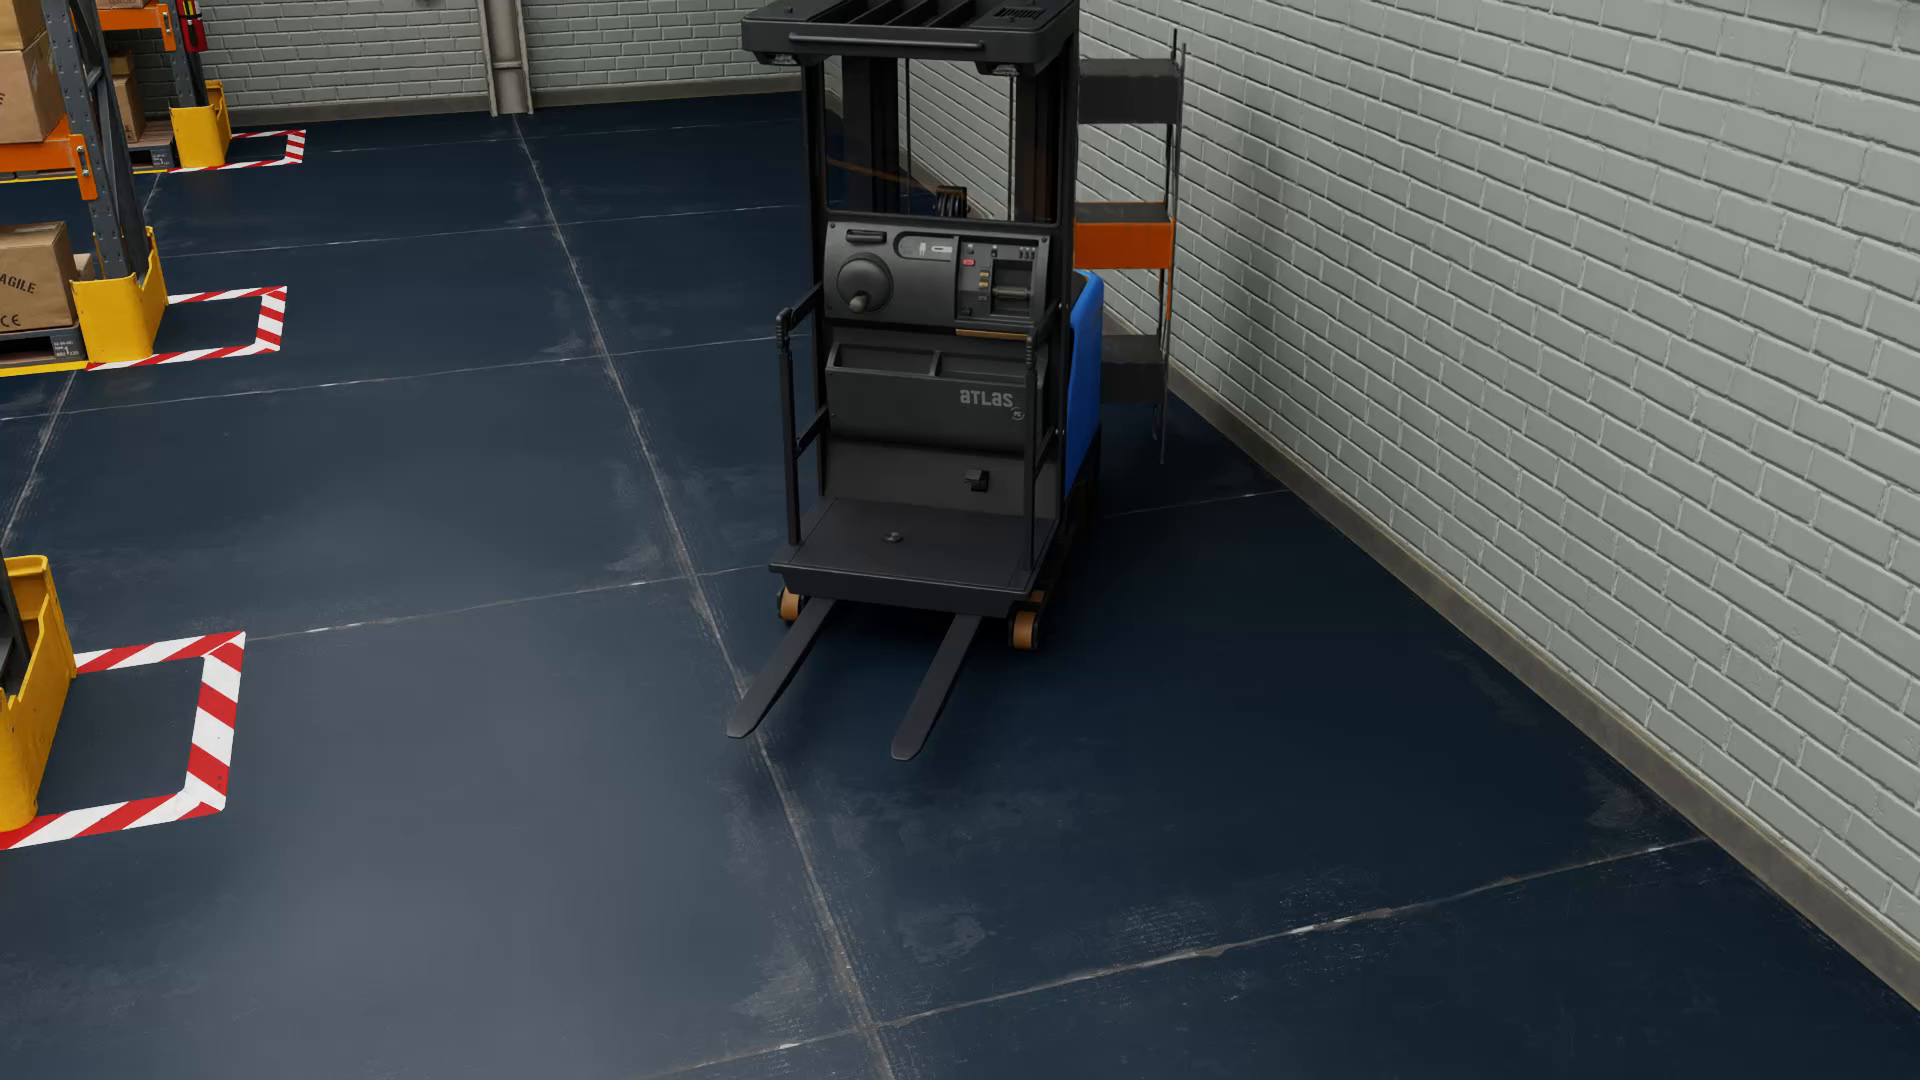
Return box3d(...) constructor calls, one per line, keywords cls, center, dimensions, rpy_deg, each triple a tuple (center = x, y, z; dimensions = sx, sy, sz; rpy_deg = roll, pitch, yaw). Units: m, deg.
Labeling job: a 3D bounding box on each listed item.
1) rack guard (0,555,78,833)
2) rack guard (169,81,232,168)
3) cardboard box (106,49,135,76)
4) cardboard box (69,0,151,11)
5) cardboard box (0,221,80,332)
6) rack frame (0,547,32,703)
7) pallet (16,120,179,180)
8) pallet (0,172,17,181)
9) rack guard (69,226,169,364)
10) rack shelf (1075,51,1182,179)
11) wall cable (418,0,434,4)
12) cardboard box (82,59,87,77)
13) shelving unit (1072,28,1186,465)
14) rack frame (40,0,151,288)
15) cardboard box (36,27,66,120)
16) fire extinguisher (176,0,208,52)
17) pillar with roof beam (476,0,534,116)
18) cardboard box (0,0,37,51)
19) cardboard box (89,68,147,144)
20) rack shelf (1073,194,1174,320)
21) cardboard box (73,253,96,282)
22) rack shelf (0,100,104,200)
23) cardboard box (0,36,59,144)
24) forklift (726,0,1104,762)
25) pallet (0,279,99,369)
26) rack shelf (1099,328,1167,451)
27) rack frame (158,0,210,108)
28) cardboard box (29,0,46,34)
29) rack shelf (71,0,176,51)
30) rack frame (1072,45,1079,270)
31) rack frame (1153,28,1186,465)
box3d(cls="rack guard", center=(-3.553, 0.546, 6.088), dimensions=(0.348, 0.500, 1.175), rpy_deg=(-8, 28, -16))
box3d(cls="rack guard", center=(-6.617, -3.638, 14.515), dimensions=(0.348, 0.500, 1.175), rpy_deg=(-8, 28, -16))
box3d(cls="cardboard box", center=(-7.218, -4.076, 14.196), dimensions=(0.250, 0.149, 0.380), rpy_deg=(-8, 28, -16))
box3d(cls="cardboard box", center=(-7.122, -4.814, 13.736), dimensions=(0.700, 0.700, 0.980), rpy_deg=(-7, 27, -14))
box3d(cls="cardboard box", center=(-5.543, -1.558, 9.832), dimensions=(0.500, 0.500, 0.500), rpy_deg=(-8, 28, -16))
box3d(cls="rack frame", center=(-3.572, -0.565, 5.515), dimensions=(0.127, 3.000, 1.000), rpy_deg=(-8, 28, -16))
box3d(cls="pallet", center=(-7.376, -3.362, 14.284), dimensions=(1.213, 0.211, 1.003), rpy_deg=(-8, 28, -16))
box3d(cls="pallet", center=(-8.534, -3.195, 13.949), dimensions=(1.213, 0.211, 1.003), rpy_deg=(-8, 28, -16))
box3d(cls="rack guard", center=(-5.175, -1.530, 10.269), dimensions=(0.348, 0.500, 1.175), rpy_deg=(-8, 28, -16))
box3d(cls="rack shelf", center=(0.783, -2.029, 7.930), dimensions=(0.480, 0.518, 0.431), rpy_deg=(0, 26, 0))
box3d(cls="wall cable", center=(-5.716, -5.785, 14.887), dimensions=(1.851, 1.984, 0.084), rpy_deg=(-8, 28, -16))
box3d(cls="cardboard box", center=(-7.340, -3.879, 13.800), dimensions=(0.250, 0.149, 0.380), rpy_deg=(-9, 28, -17))
box3d(cls="shelving unit", center=(0.786, -1.415, 8.236), dimensions=(0.503, 2.100, 0.431), rpy_deg=(0, 26, 0))
box3d(cls="rack frame", center=(-5.103, -2.660, 9.734), dimensions=(0.127, 3.000, 1.000), rpy_deg=(-8, 28, -16))
box3d(cls="cardboard box", center=(-5.606, -2.755, 9.814), dimensions=(0.500, 0.500, 0.500), rpy_deg=(-8, 27, -15))
box3d(cls="fire extinguisher", center=(-6.354, -4.378, 13.701), dimensions=(0.183, 0.674, 0.296), rpy_deg=(-8, 28, -16))
box3d(cls="pillar with roof beam", center=(-3.008, -6.358, 10.437), dimensions=(0.400, 9.000, 9.100), rpy_deg=(-8, 28, -16))
box3d(cls="cardboard box", center=(-5.441, -2.975, 9.132), dimensions=(0.500, 0.500, 0.500), rpy_deg=(-8, 28, -17))
box3d(cls="cardboard box", center=(-7.275, -3.684, 14.135), dimensions=(0.500, 0.500, 0.700), rpy_deg=(-8, 28, -16))
box3d(cls="rack shelf", center=(0.787, -1.403, 8.242), dimensions=(0.480, 0.518, 0.431), rpy_deg=(0, 26, 0))
box3d(cls="cardboard box", center=(-5.607, -1.668, 10.447), dimensions=(0.250, 0.149, 0.380), rpy_deg=(-8, 28, -16))
box3d(cls="rack shelf", center=(-7.004, -2.062, 9.340), dimensions=(4.000, 0.370, 1.077), rpy_deg=(-8, 28, -16))
box3d(cls="cardboard box", center=(-5.444, -2.528, 9.356), dimensions=(0.500, 0.500, 0.500), rpy_deg=(-7, 27, -15))
box3d(cls="forklift", center=(-0.146, -1.044, 6.556), dimensions=(1.130, 2.935, 3.031), rpy_deg=(6, 27, 12))
box3d(cls="pallet", center=(-5.933, -1.290, 10.112), dimensions=(1.213, 0.211, 1.003), rpy_deg=(-8, 28, -16))
box3d(cls="rack shelf", center=(0.790, -0.776, 8.554), dimensions=(0.480, 0.518, 0.431), rpy_deg=(0, 26, 0))
box3d(cls="rack frame", center=(-6.640, -4.754, 13.952), dimensions=(0.127, 3.000, 1.000), rpy_deg=(-8, 28, -16))
box3d(cls="cardboard box", center=(-5.606, -3.203, 9.591), dimensions=(0.500, 0.500, 0.500), rpy_deg=(-7, 27, -15))
box3d(cls="rack shelf", center=(-8.542, -4.156, 13.558), dimensions=(4.000, 0.370, 1.077), rpy_deg=(-8, 28, -16))
box3d(cls="rack frame", center=(0.542, -1.415, 8.237), dimensions=(0.015, 2.100, 0.400), rpy_deg=(0, 26, 0))
box3d(cls="rack frame", center=(1.030, -1.415, 8.234), dimensions=(0.015, 2.100, 0.400), rpy_deg=(0, 26, 0))
